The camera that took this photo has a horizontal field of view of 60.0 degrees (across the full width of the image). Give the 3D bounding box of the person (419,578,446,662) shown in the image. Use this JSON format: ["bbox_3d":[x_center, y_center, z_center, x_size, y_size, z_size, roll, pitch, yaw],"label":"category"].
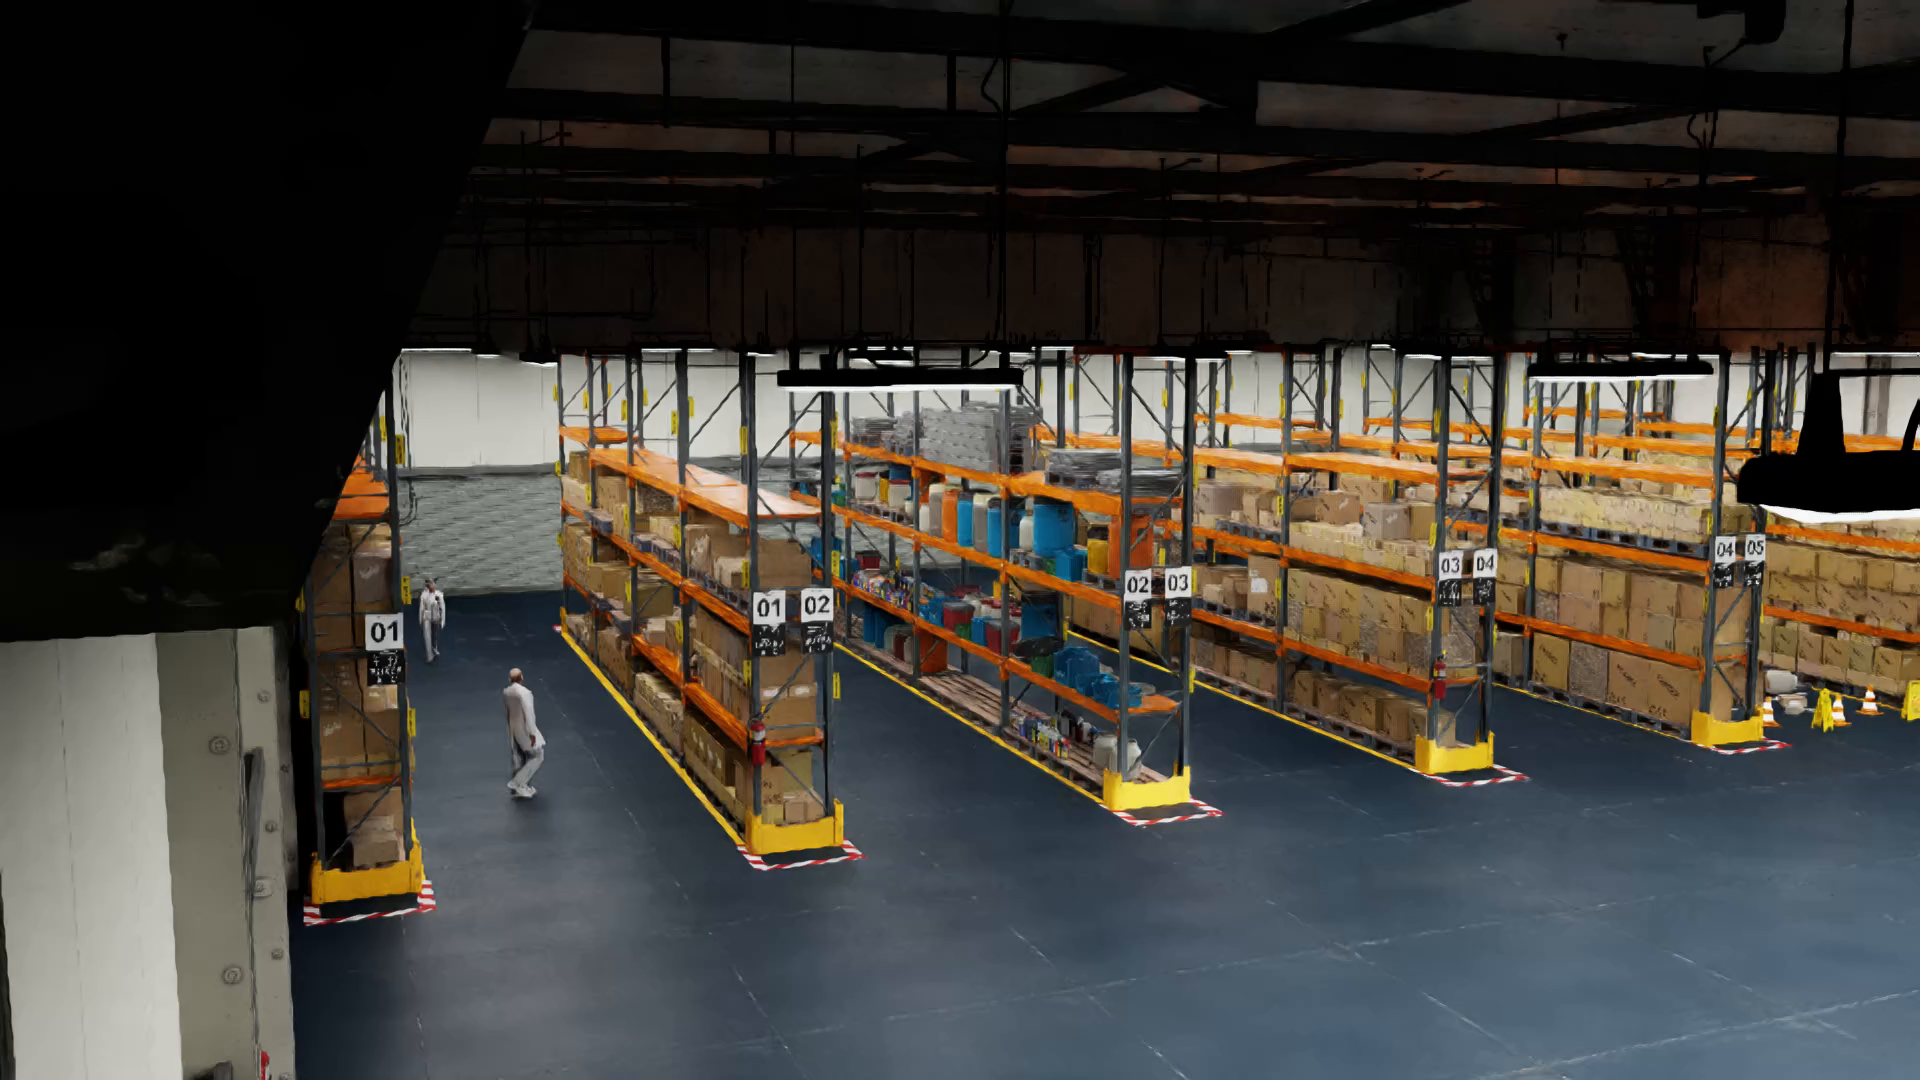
[{"bbox_3d":[-10.069,1.494,31.780,0.488,1.587,1.089,-3,8,-23],"label":"person"}]

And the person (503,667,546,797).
[{"bbox_3d":[-5.935,2.694,22.485,0.635,1.590,0.497,6,10,41],"label":"person"}]
